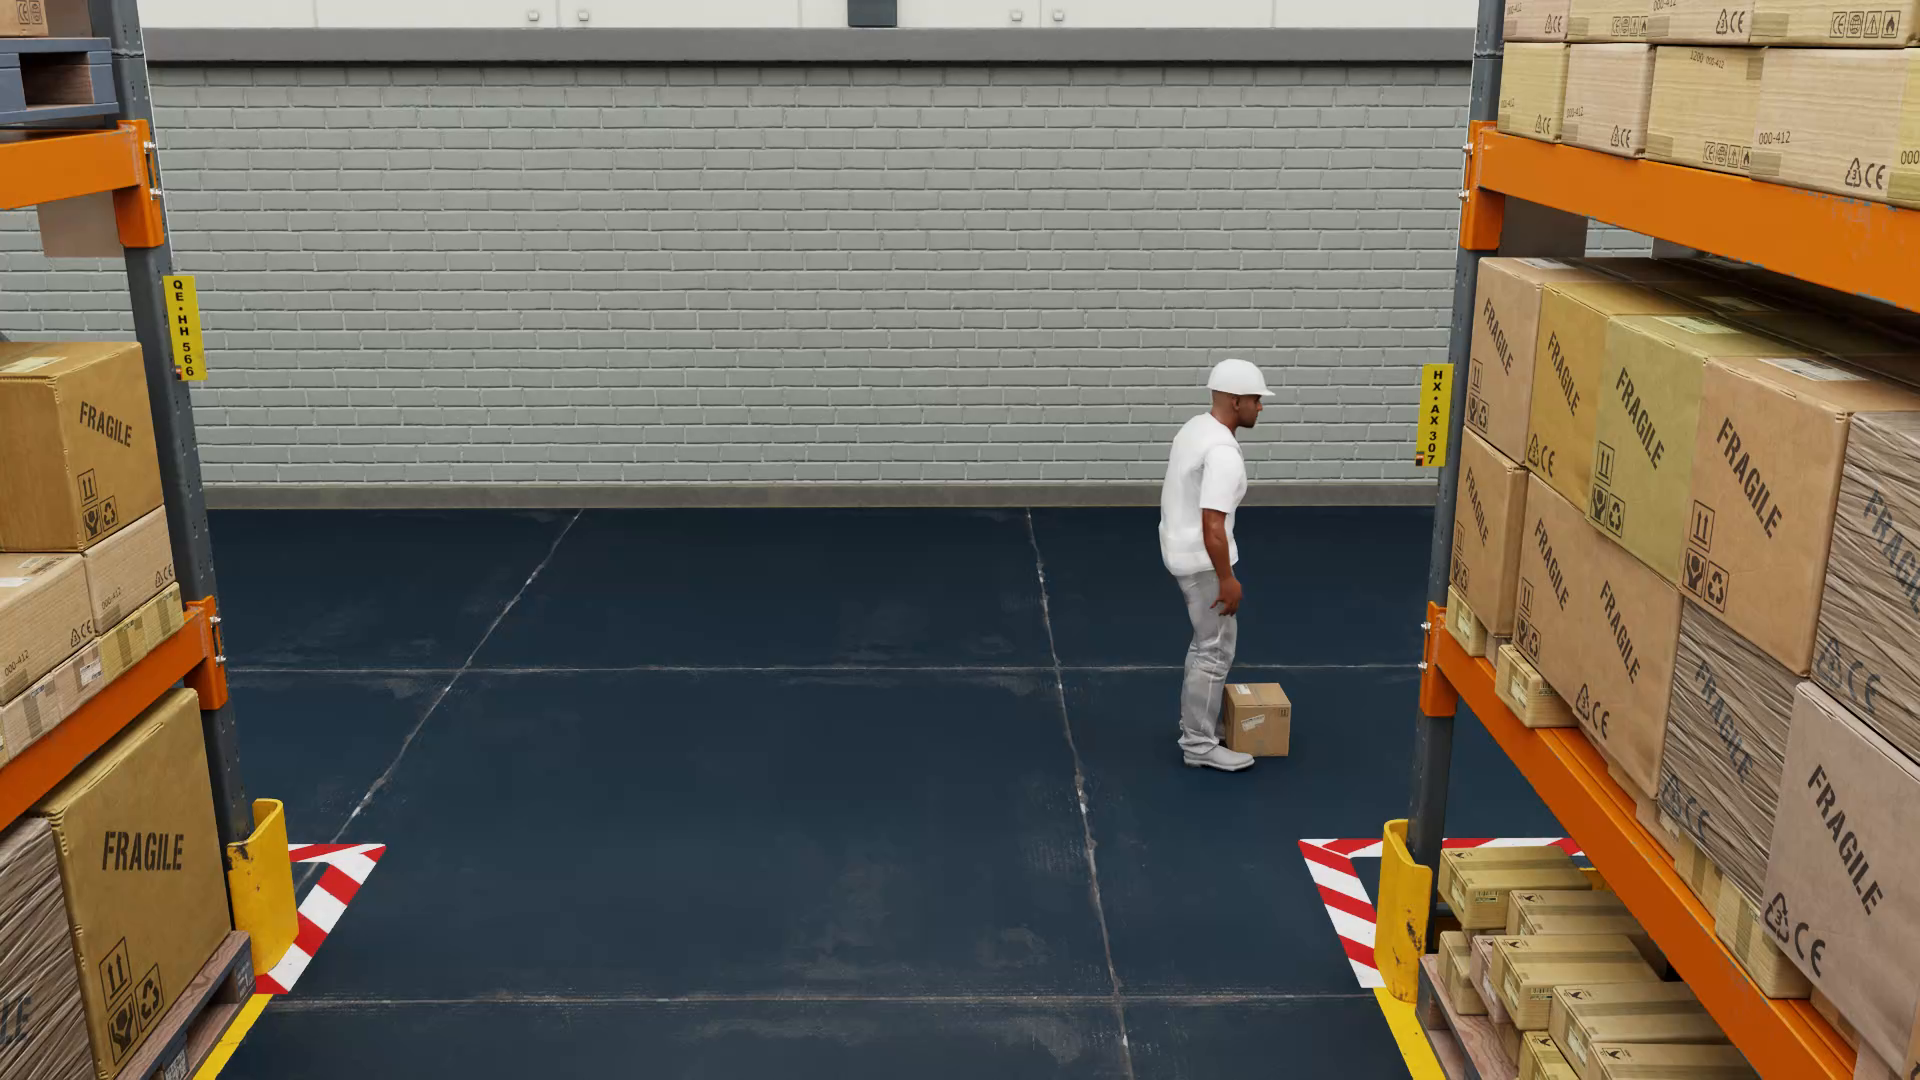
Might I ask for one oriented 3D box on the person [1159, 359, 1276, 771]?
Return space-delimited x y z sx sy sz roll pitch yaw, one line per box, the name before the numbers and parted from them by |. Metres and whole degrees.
person | 1.103 0.089 7.220 0.462 1.761 0.629 0 17 -1
